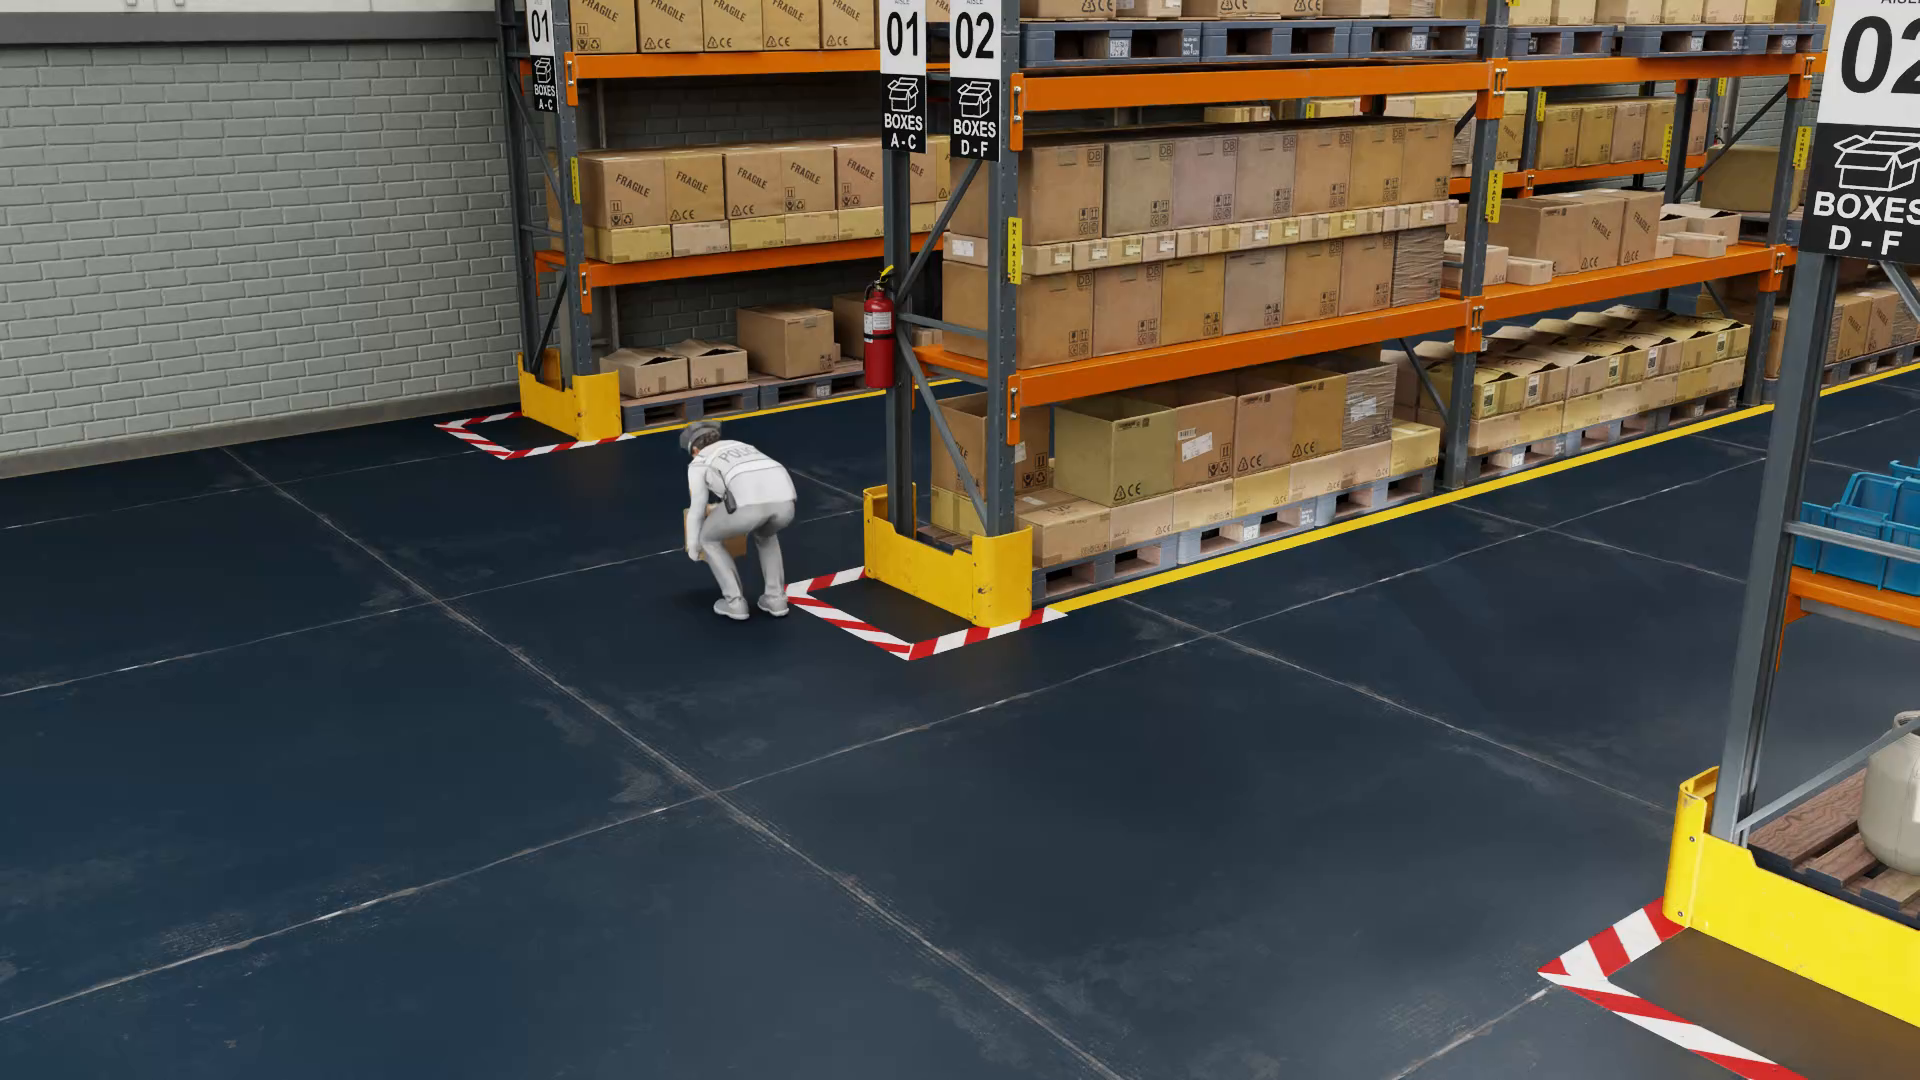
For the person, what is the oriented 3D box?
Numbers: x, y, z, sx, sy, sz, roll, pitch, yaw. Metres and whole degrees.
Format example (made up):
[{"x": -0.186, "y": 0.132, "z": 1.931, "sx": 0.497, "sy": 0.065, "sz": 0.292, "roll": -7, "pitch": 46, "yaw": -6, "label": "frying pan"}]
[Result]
[{"x": -1.212, "y": -0.110, "z": 9.003, "sx": 0.453, "sy": 0.990, "sz": 0.907, "roll": -11, "pitch": 21, "yaw": -32, "label": "person"}]
